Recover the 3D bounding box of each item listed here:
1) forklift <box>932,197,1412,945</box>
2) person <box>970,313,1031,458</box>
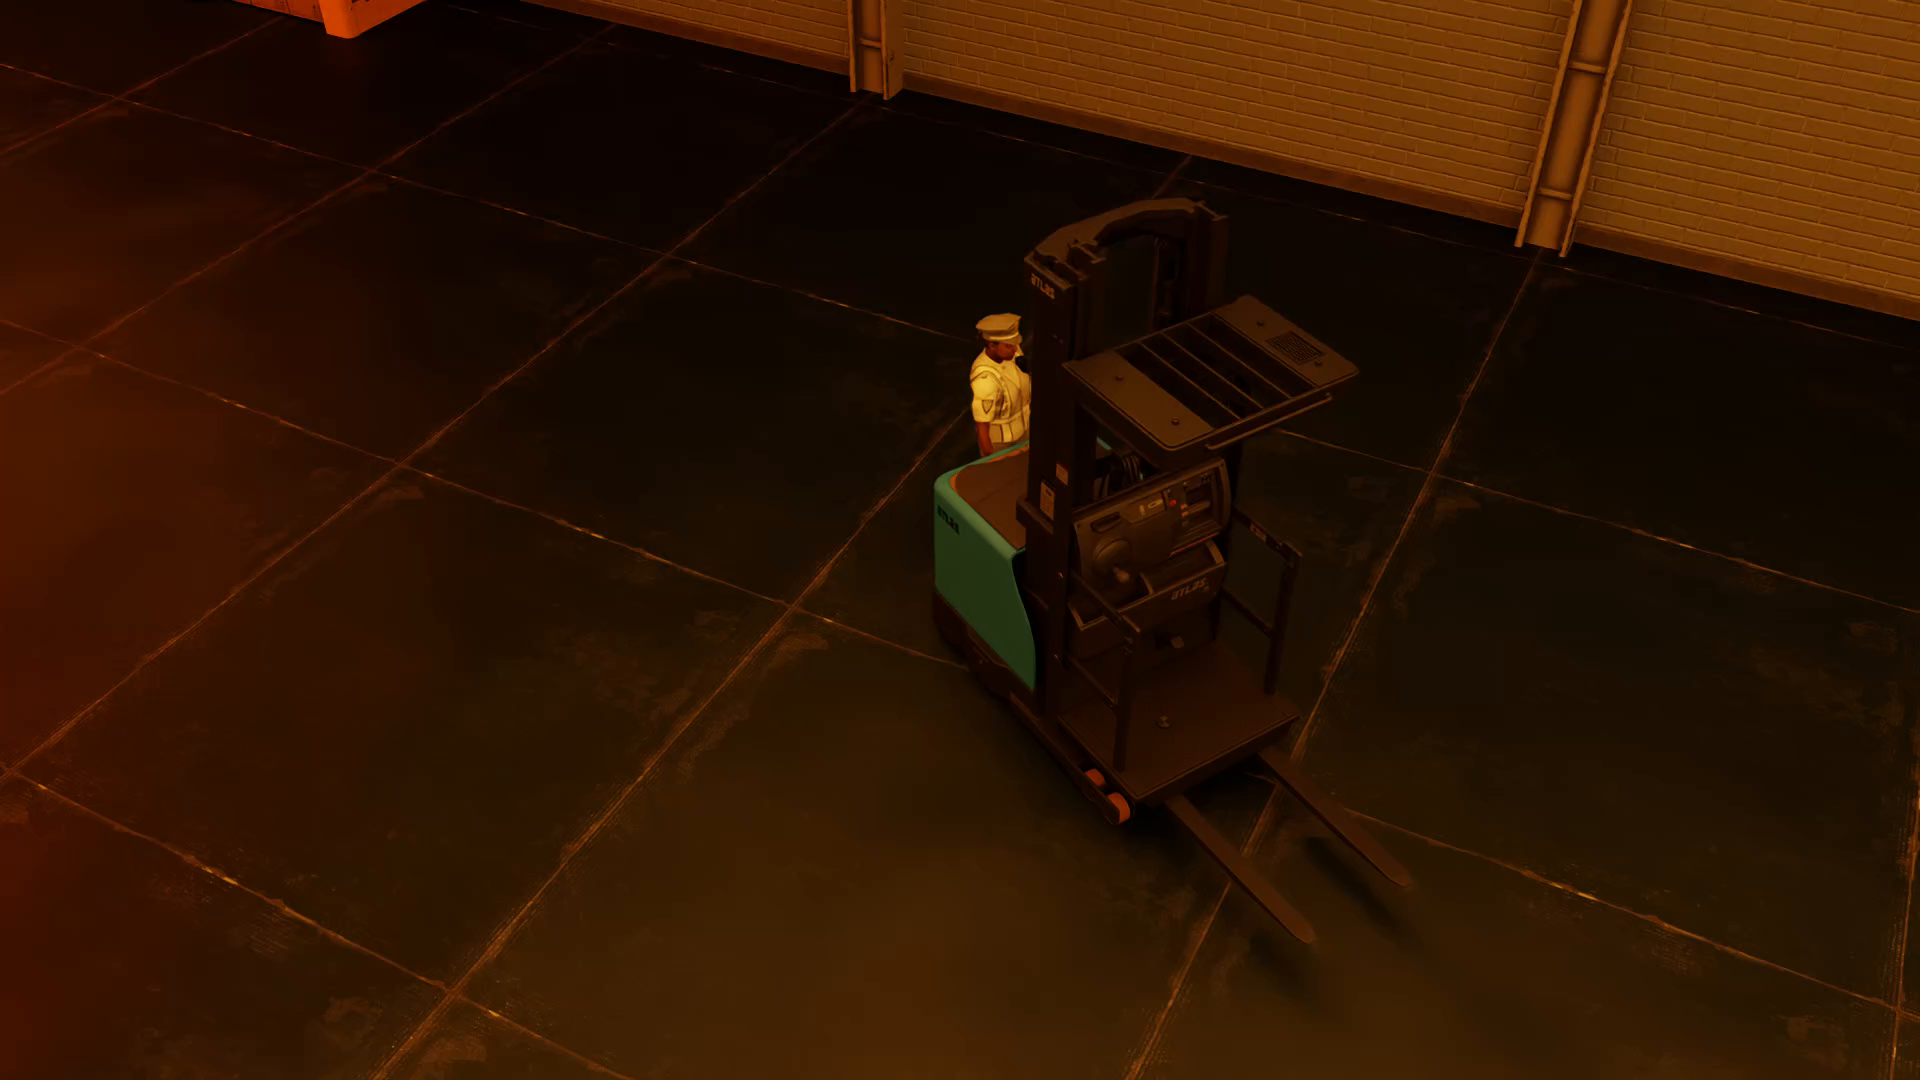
[{"bbox_3d":[1.064,-0.014,8.003,1.130,2.935,3.031,-23,45,-25],"label":"forklift"},{"bbox_3d":[0.353,-0.558,9.683,0.682,1.584,0.657,27,47,29],"label":"person"}]
